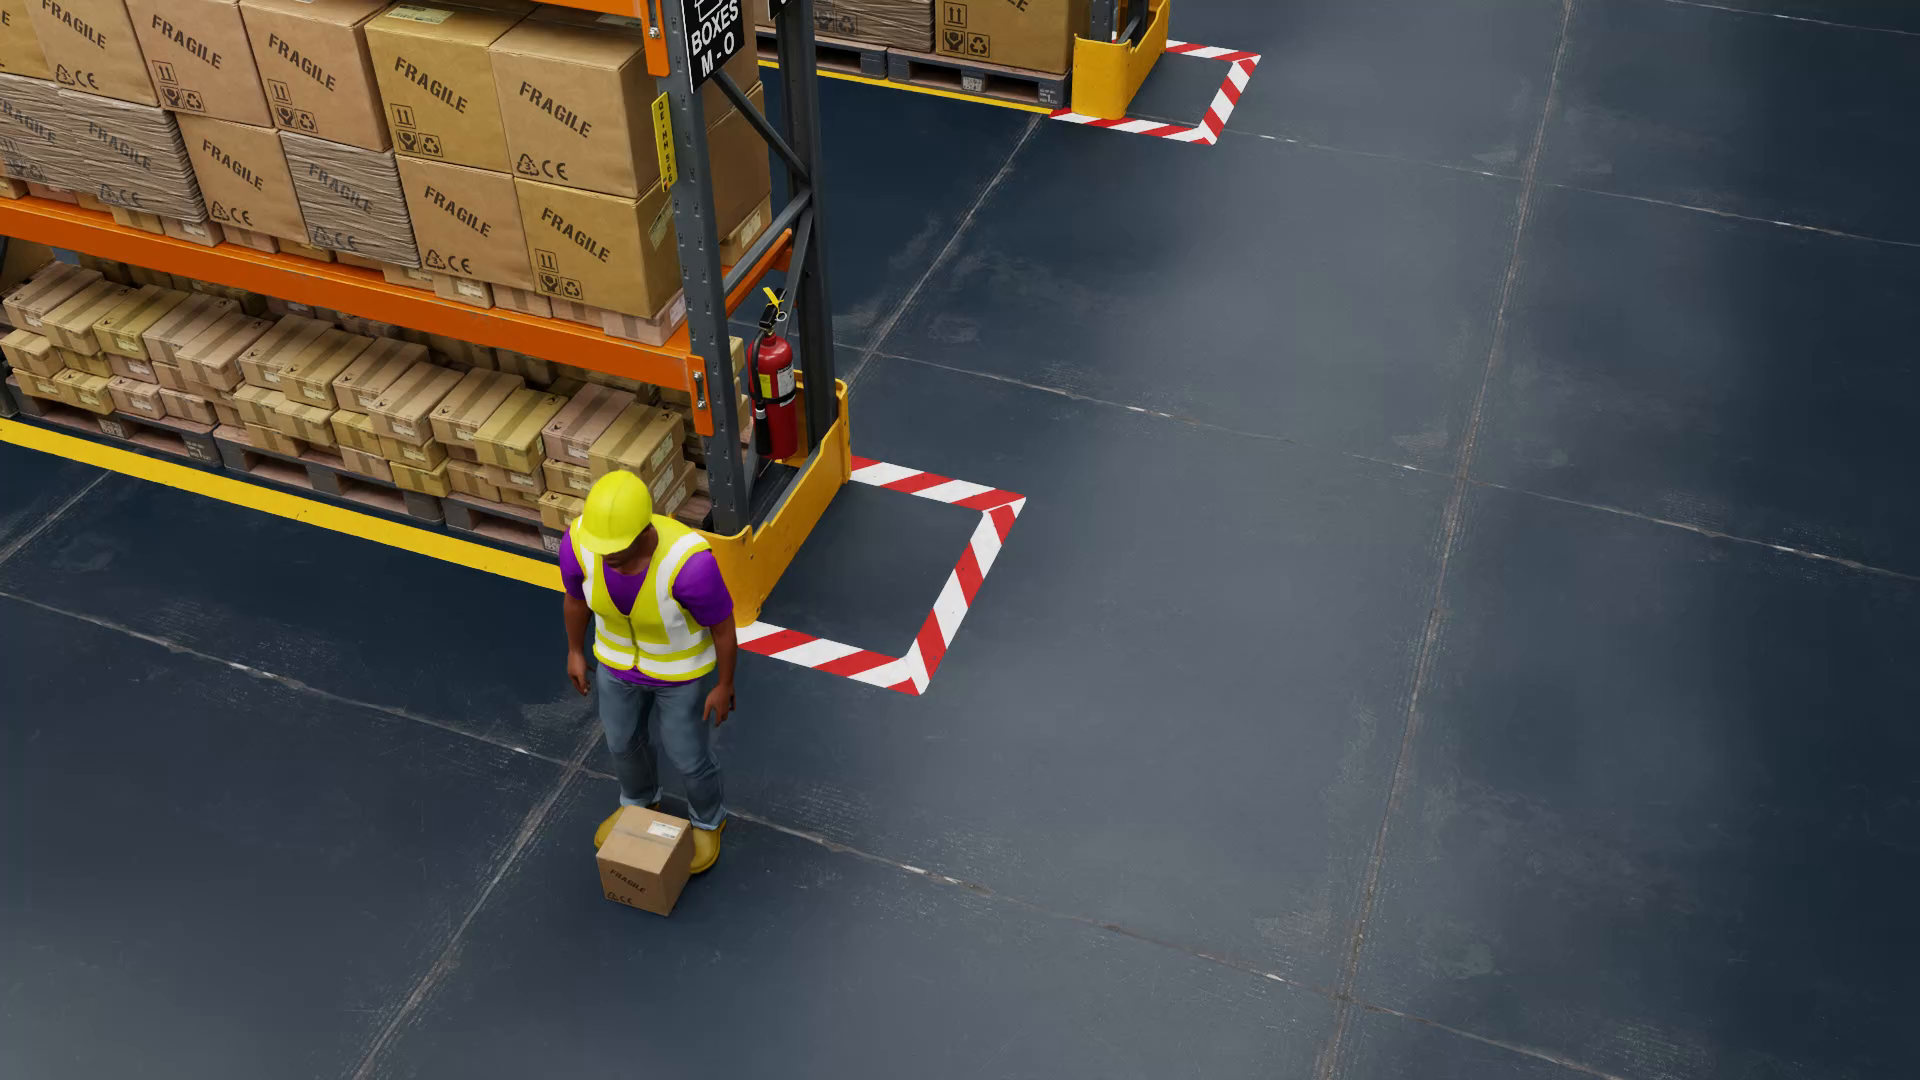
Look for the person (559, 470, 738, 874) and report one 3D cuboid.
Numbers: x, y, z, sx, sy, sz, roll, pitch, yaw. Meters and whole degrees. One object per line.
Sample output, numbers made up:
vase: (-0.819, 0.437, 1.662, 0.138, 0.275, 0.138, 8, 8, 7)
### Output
person: (-1.051, 0.437, 5.648, 0.621, 1.759, 0.461, 12, 43, 13)
